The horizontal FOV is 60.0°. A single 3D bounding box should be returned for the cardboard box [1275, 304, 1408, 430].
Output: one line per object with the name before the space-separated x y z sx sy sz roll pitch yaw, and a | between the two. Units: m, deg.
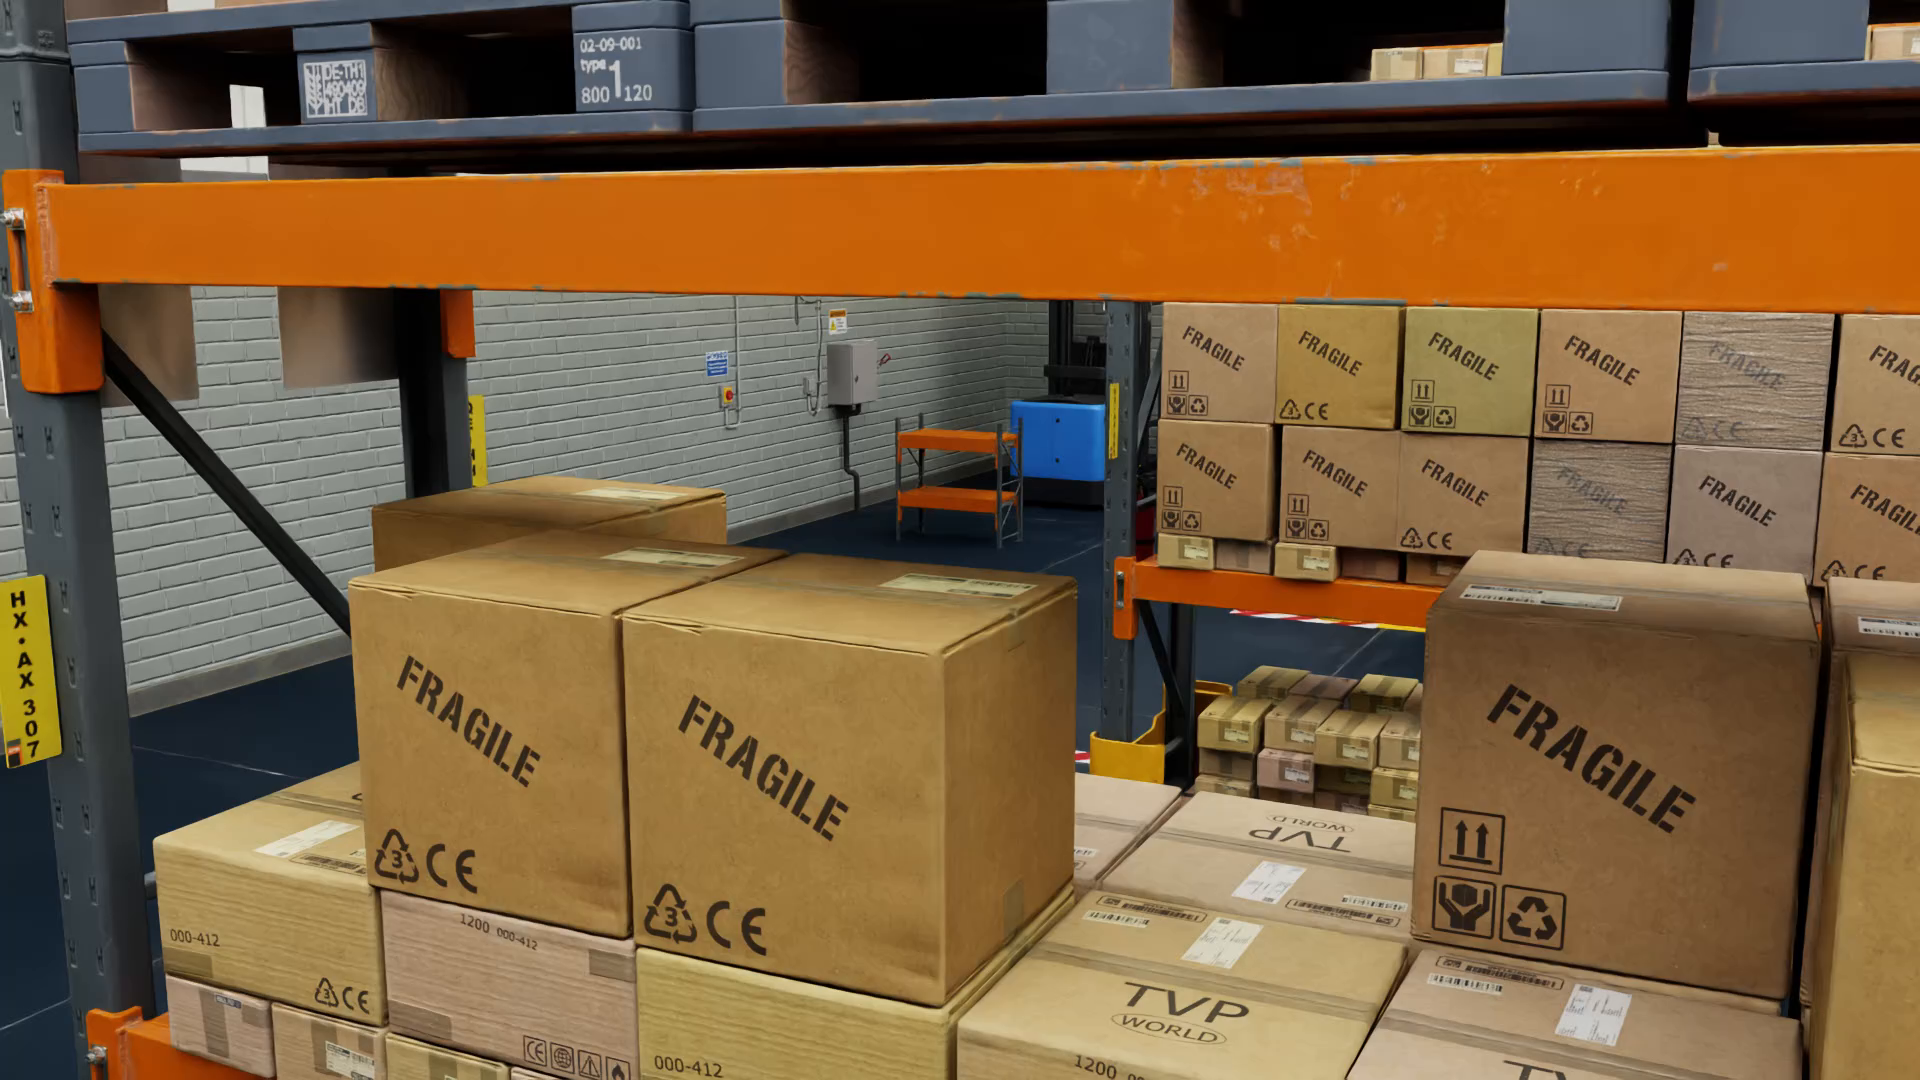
cardboard box | 1.652 -0.750 7.027 0.500 0.500 0.500 5 12 27

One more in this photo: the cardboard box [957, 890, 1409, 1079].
cardboard box | 0.326 0.734 2.337 0.500 0.250 0.500 5 11 25

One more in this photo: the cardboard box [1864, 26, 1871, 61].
cardboard box | 3.159 -1.770 6.062 0.250 0.149 0.380 5 11 24

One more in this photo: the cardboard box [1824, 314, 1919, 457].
cardboard box | 3.492 -0.585 6.116 0.500 0.500 0.500 5 11 24

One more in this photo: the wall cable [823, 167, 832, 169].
wall cable | -0.613 -4.913 17.003 0.133 3.039 2.988 5 11 26

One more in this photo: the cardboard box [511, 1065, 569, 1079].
cardboard box | -0.506 0.870 2.705 0.250 0.149 0.380 5 11 25

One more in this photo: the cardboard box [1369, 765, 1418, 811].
cardboard box | 1.929 1.027 7.126 0.250 0.149 0.380 5 12 28

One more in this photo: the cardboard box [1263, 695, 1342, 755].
cardboard box | 1.532 0.823 7.417 0.250 0.149 0.380 5 12 27

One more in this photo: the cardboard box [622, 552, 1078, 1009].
cardboard box | -0.147 0.324 2.498 0.500 0.500 0.500 5 11 24

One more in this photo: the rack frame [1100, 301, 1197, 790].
rack frame | 0.912 -0.179 7.796 0.127 3.000 1.000 5 11 26

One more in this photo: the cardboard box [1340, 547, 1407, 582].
cardboard box | 1.814 0.064 7.157 0.250 0.149 0.380 6 12 28

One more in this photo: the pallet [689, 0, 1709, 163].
pallet | 0.394 -0.674 2.360 1.213 0.211 1.003 5 11 26

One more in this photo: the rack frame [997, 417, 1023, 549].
rack frame | 0.450 -0.514 14.912 0.032 1.125 0.500 5 11 26

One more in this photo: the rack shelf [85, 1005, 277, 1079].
rack shelf | 0.420 1.117 2.656 4.000 0.370 1.077 5 11 26

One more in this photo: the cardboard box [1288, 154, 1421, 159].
cardboard box | 1.672 -1.463 6.888 0.500 0.250 0.500 5 12 28

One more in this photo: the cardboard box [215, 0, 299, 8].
cardboard box | -0.884 -1.143 2.961 0.500 0.500 0.700 4 11 22

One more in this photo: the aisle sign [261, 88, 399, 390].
aisle sign | -1.305 -0.727 3.527 0.004 0.787 0.394 5 11 26

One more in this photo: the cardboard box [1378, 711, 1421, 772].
cardboard box | 1.960 0.869 7.160 0.250 0.149 0.380 4 11 23

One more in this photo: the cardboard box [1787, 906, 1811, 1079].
cardboard box | 1.464 0.729 2.365 0.500 0.250 0.500 5 11 26

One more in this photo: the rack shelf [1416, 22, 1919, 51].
rack shelf | 4.805 -3.221 10.902 4.000 0.370 1.077 5 11 26

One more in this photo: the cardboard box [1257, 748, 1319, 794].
cardboard box | 1.489 0.984 7.362 0.250 0.149 0.380 5 11 26

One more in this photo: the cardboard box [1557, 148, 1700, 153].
cardboard box | 2.597 -1.382 6.441 0.500 0.250 0.500 5 11 26

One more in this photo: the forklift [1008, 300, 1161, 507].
forklift | 1.631 -2.000 18.052 1.130 2.935 3.031 5 12 27

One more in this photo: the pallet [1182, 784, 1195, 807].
pallet | 1.693 1.269 7.626 1.213 0.211 1.003 5 11 26

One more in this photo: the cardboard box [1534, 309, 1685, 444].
cardboard box | 2.567 -0.666 6.563 0.500 0.500 0.500 5 11 24

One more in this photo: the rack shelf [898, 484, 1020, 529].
rack shelf | -0.006 -0.313 15.177 1.000 0.278 0.538 5 11 26

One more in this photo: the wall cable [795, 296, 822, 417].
wall cable | -1.439 -2.145 15.808 0.122 1.984 0.588 5 11 26

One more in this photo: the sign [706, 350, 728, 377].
sign | -2.132 -1.548 14.602 0.001 0.218 0.327 5 11 26

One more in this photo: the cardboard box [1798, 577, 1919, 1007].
cardboard box | 1.459 0.360 2.297 0.500 0.500 0.500 5 11 26

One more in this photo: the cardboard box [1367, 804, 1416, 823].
cardboard box | 1.917 1.173 7.150 0.250 0.149 0.380 5 11 27

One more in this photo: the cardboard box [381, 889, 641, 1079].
cardboard box | -0.594 0.654 2.782 0.500 0.250 0.500 5 11 25

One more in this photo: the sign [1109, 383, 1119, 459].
sign | 0.672 -0.518 7.240 0.005 0.325 0.100 5 11 26

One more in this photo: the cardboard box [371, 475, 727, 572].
cardboard box | -0.820 0.160 3.403 0.500 0.500 0.500 5 11 27

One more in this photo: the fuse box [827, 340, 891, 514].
fuse box | -0.995 -1.108 16.547 0.414 1.711 0.539 5 11 26

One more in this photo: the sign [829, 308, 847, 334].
sign | -1.206 -2.156 16.400 0.001 0.242 0.339 5 11 26

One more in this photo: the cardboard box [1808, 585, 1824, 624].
cardboard box | 3.170 0.200 6.405 0.250 0.149 0.380 4 11 23

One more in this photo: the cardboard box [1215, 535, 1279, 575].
cardboard box | 1.304 0.036 7.313 0.250 0.149 0.380 5 12 28

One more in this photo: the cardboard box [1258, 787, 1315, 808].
cardboard box | 1.511 1.117 7.460 0.250 0.149 0.380 5 11 26

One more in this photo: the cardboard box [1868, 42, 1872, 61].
cardboard box | 3.412 -1.852 6.516 0.250 0.149 0.380 5 11 24

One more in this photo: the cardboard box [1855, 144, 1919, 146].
cardboard box | 3.497 -1.303 6.003 0.500 0.250 0.500 5 11 26

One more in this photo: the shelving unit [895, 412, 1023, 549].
shelving unit | -0.006 -0.554 15.133 1.048 1.125 0.538 5 11 26

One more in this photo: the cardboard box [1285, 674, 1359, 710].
cardboard box | 1.698 0.755 7.792 0.250 0.149 0.380 5 12 27

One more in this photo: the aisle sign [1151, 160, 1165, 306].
aisle sign | 0.979 -1.512 7.861 0.004 0.787 0.394 5 11 26

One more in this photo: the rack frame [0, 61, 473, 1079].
rack frame | -1.374 0.605 3.463 0.127 3.000 1.000 5 11 26

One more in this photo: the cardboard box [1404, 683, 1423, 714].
cardboard box | 2.191 0.785 7.623 0.250 0.149 0.380 5 11 24

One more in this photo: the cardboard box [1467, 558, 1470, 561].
cardboard box | 2.256 0.114 6.885 0.250 0.149 0.380 5 11 25

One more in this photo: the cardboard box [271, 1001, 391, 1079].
cardboard box | -0.971 0.830 2.929 0.250 0.149 0.380 5 11 25

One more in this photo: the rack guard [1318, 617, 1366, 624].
rack guard | 2.990 0.251 12.441 0.348 0.500 1.175 5 11 26

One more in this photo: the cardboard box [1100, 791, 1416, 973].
cardboard box | 0.558 0.649 2.807 0.500 0.250 0.500 5 11 26

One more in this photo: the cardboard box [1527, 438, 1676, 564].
cardboard box | 2.577 -0.177 6.670 0.500 0.500 0.500 5 11 24

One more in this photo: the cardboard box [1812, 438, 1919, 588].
cardboard box | 3.475 -0.093 6.207 0.500 0.500 0.500 5 11 24

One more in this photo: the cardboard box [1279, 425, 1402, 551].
cardboard box | 1.683 -0.257 7.110 0.500 0.500 0.500 5 11 26

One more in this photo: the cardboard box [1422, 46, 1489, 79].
cardboard box | 2.029 -1.883 6.685 0.250 0.149 0.380 5 12 27
